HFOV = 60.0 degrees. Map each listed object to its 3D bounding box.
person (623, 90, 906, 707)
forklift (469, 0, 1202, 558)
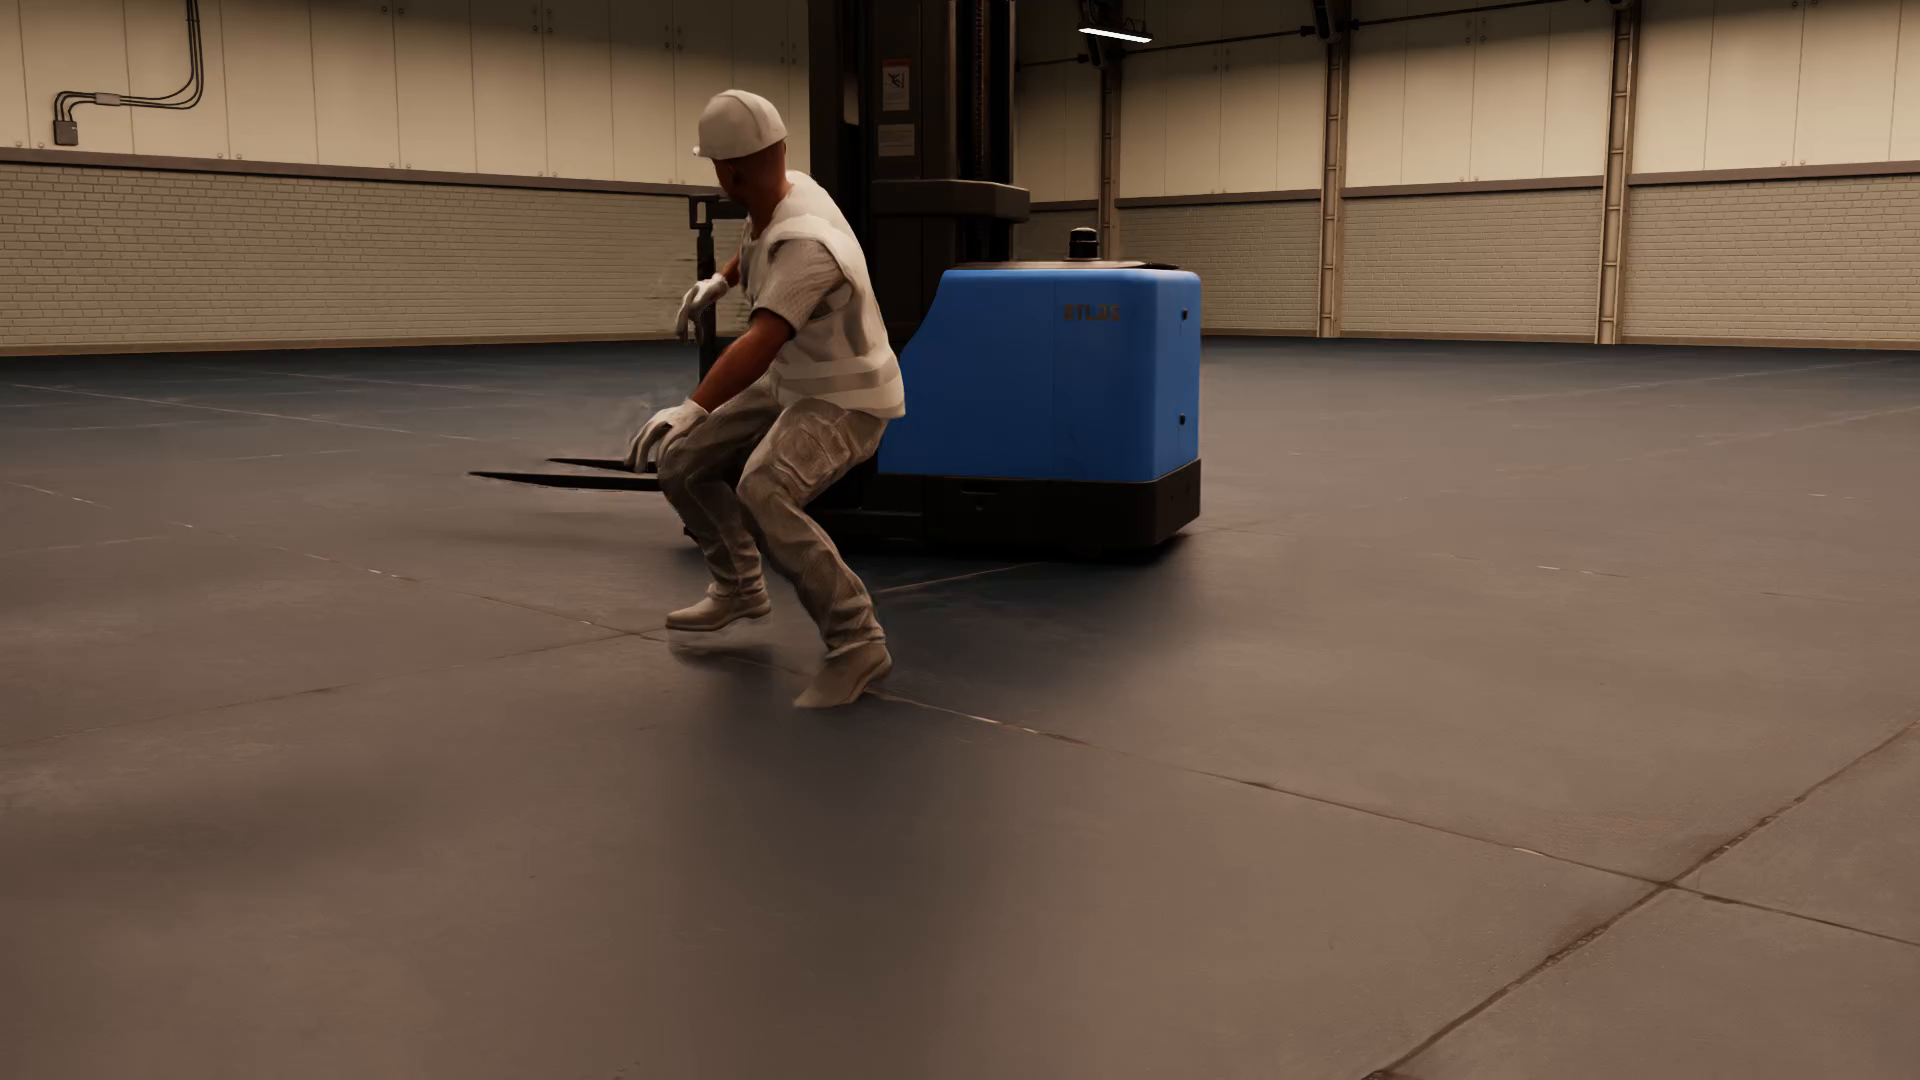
[{"bbox_3d":[-0.541,-0.367,4.287,0.877,1.528,0.865,-4,10,-27],"label":"person"},{"bbox_3d":[-0.574,-1.491,6.779,3.031,2.935,1.130,3,9,19],"label":"forklift"}]
